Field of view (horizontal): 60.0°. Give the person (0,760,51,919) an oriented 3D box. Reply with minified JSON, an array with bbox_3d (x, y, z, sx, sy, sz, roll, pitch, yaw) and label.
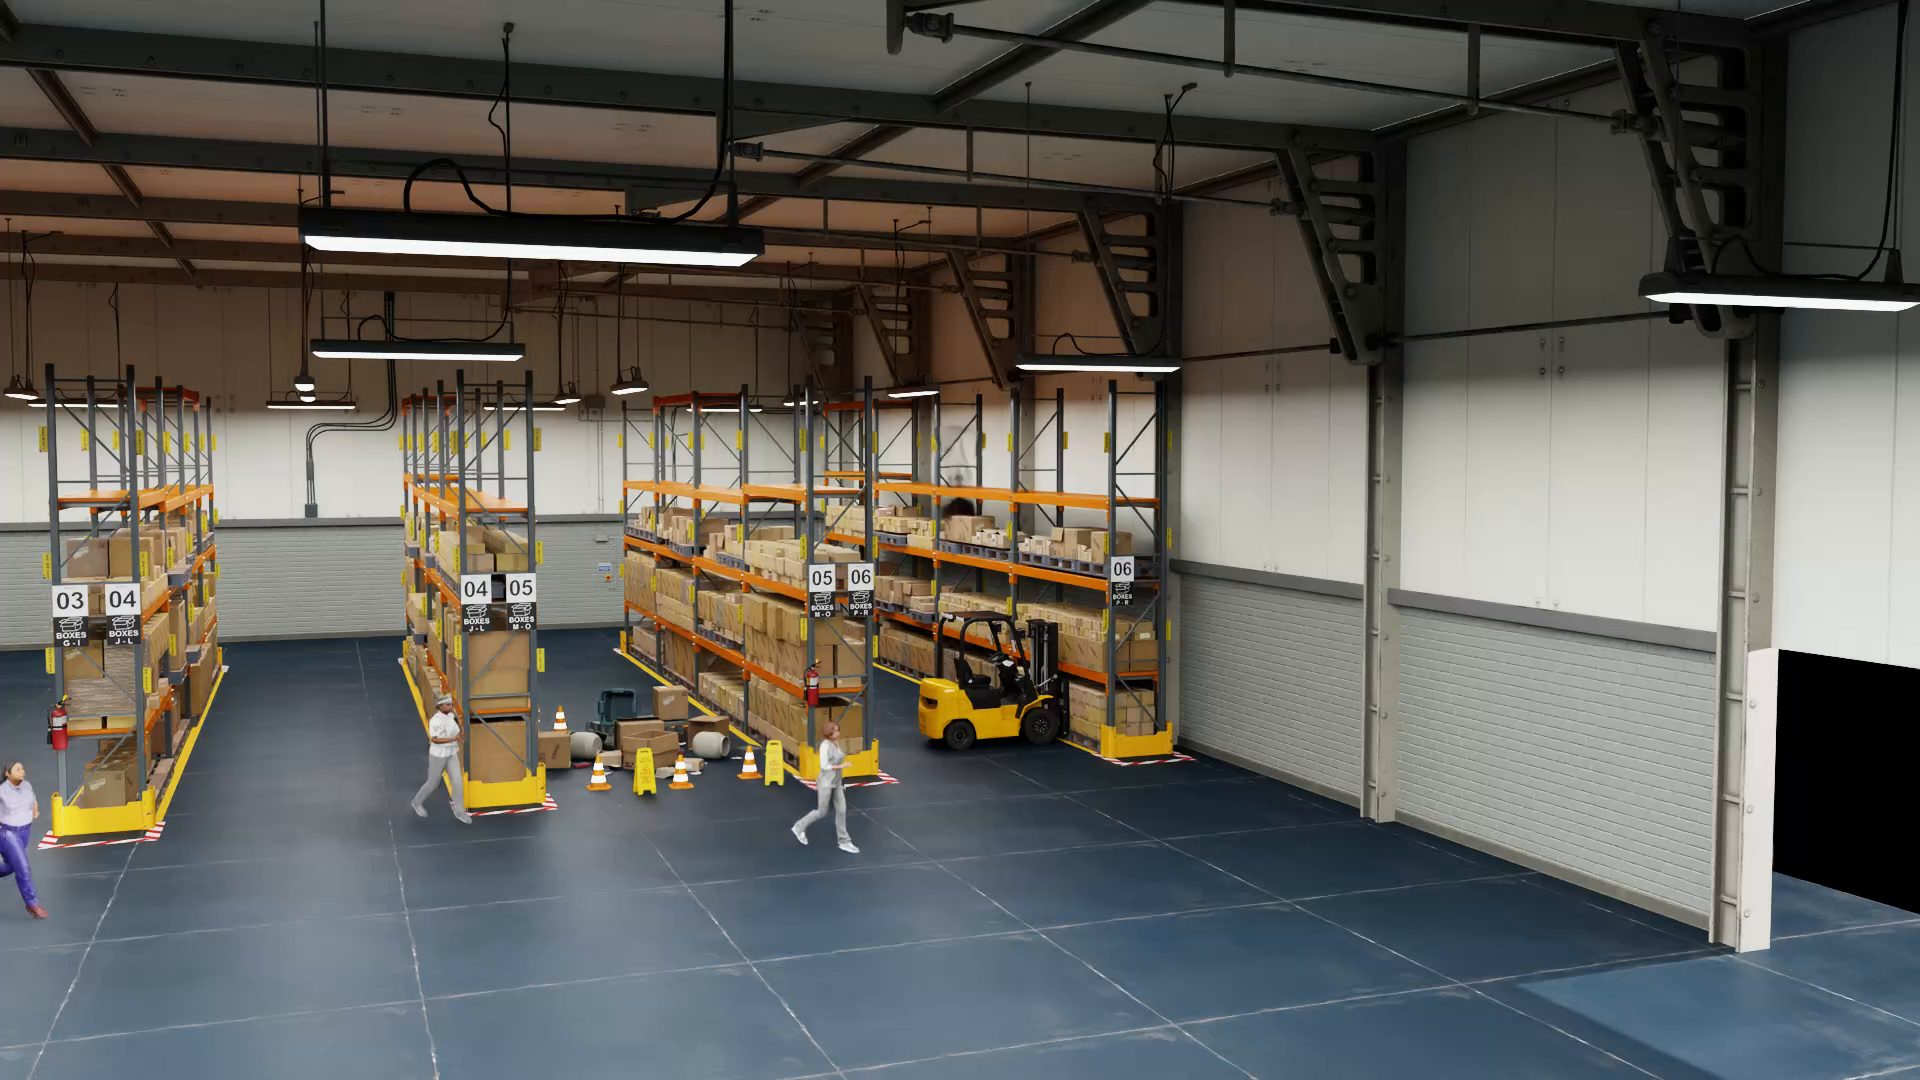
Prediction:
[{"bbox_3d":[-10.096,3.171,17.672,1.043,1.691,0.574,0,3,8],"label":"person"}]

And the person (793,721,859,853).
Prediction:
[{"bbox_3d":[-1.627,2.995,20.284,0.881,1.586,0.537,1,4,22],"label":"person"}]

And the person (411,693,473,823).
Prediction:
[{"bbox_3d":[-6.823,2.853,21.894,0.929,1.694,0.566,1,4,24],"label":"person"}]
